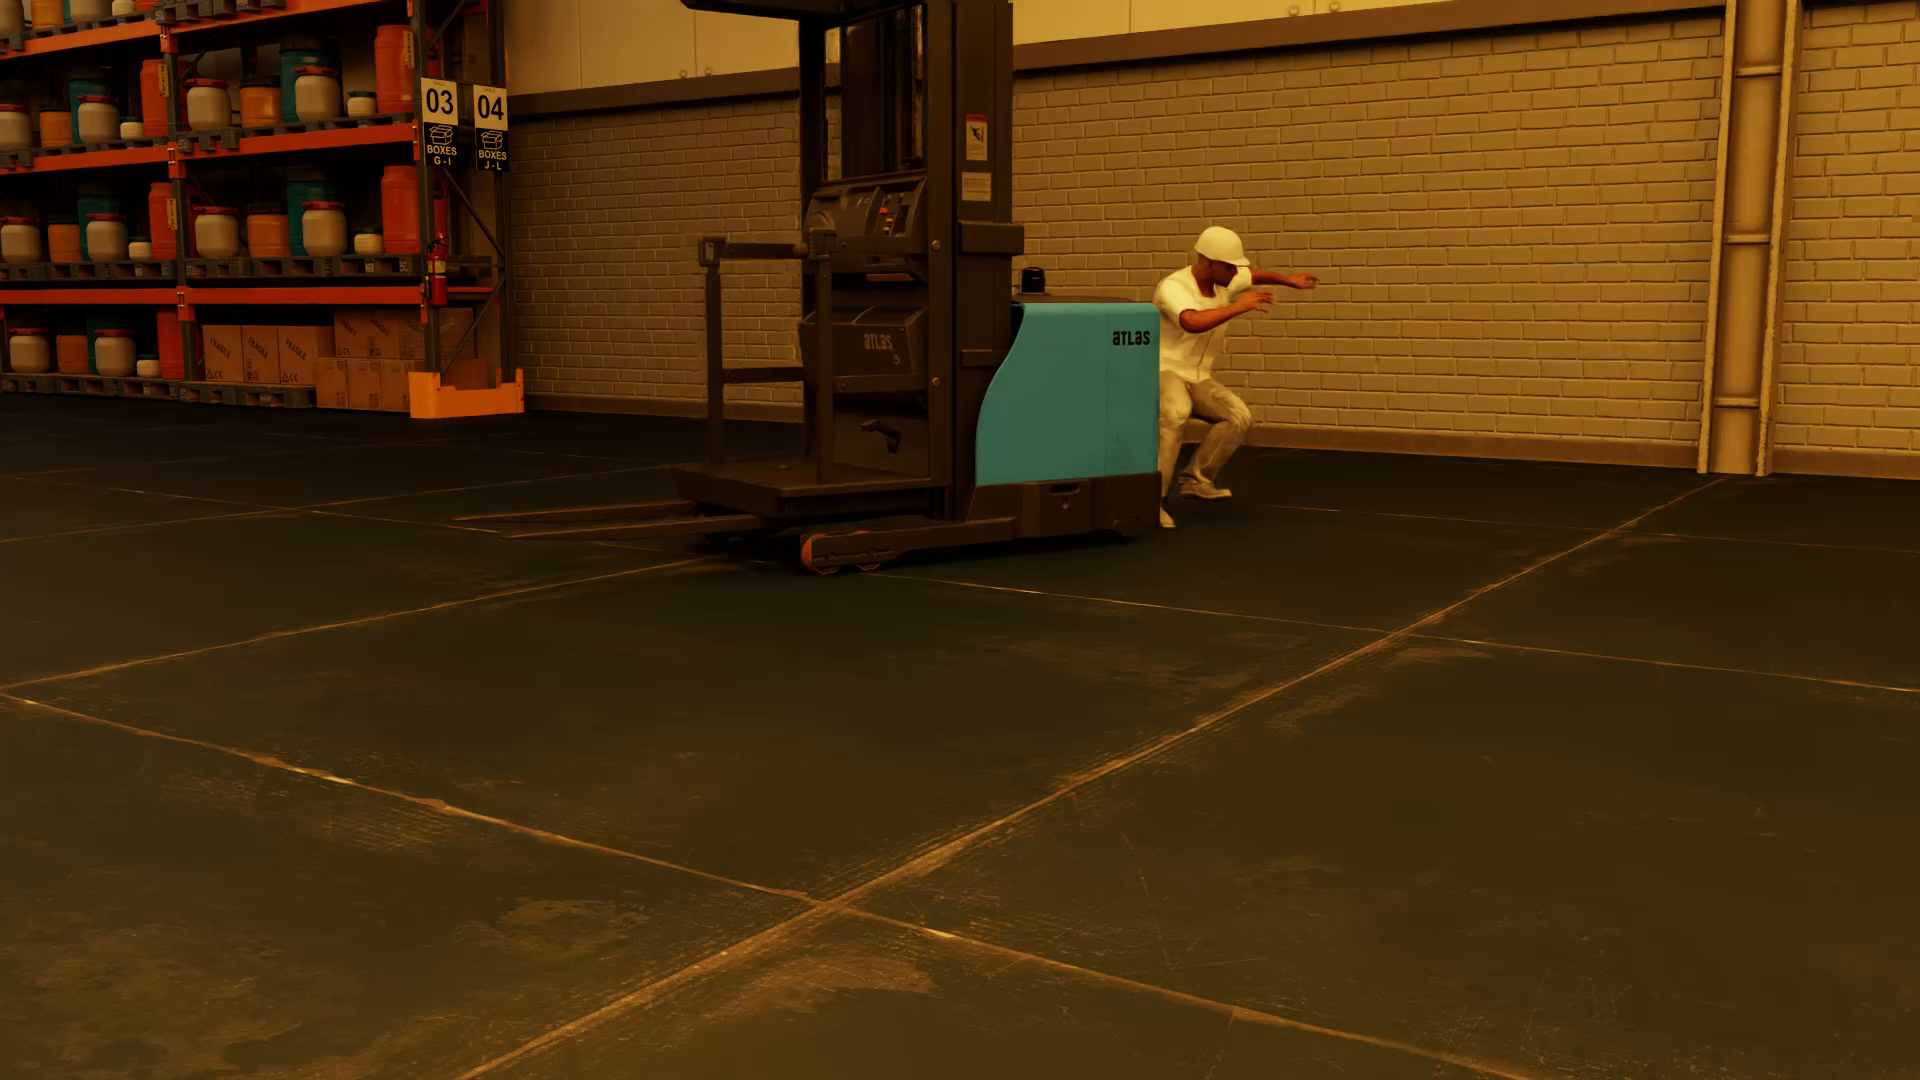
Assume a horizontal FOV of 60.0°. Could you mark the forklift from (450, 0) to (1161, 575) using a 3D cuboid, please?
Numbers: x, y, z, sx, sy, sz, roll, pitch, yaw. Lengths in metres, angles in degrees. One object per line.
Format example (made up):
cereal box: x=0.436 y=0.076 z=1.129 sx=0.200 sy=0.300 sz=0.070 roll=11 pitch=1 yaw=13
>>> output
forklift: x=-0.590 y=-1.396 z=7.006 sx=3.031 sy=2.935 sz=1.130 roll=-5 pitch=10 yaw=-33

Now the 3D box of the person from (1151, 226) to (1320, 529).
person: x=1.370 y=-0.864 z=8.527 sx=1.536 sy=1.456 sz=0.792 roll=-8 pitch=11 yaw=-43
